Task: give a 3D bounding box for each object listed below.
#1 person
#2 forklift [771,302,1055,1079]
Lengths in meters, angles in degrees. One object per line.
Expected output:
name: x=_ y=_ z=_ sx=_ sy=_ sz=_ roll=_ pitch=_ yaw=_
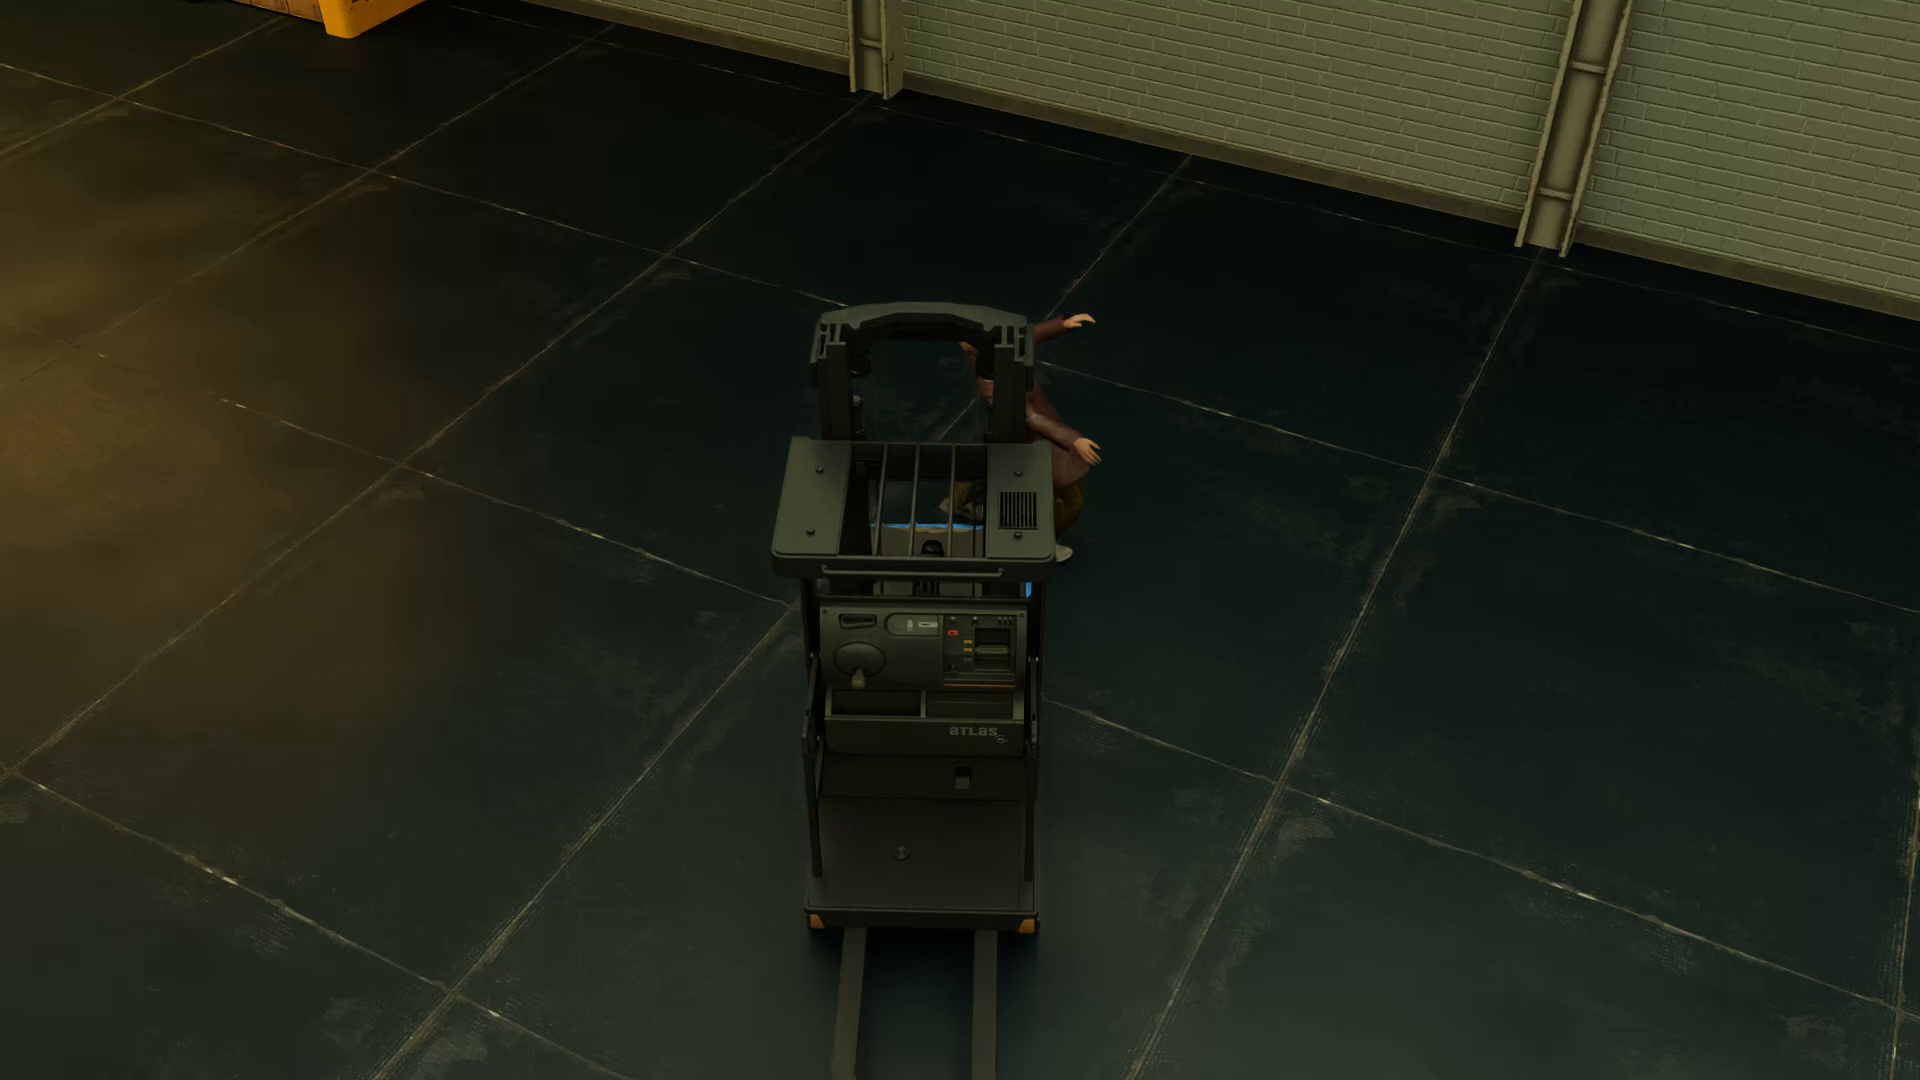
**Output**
person: x=0.456 y=-0.515 z=9.676 sx=0.835 sy=1.523 sz=1.065 roll=-18 pitch=43 yaw=-20
forklift: x=-0.169 y=0.561 z=7.321 sx=1.130 sy=2.935 sz=3.031 roll=1 pitch=40 yaw=1
